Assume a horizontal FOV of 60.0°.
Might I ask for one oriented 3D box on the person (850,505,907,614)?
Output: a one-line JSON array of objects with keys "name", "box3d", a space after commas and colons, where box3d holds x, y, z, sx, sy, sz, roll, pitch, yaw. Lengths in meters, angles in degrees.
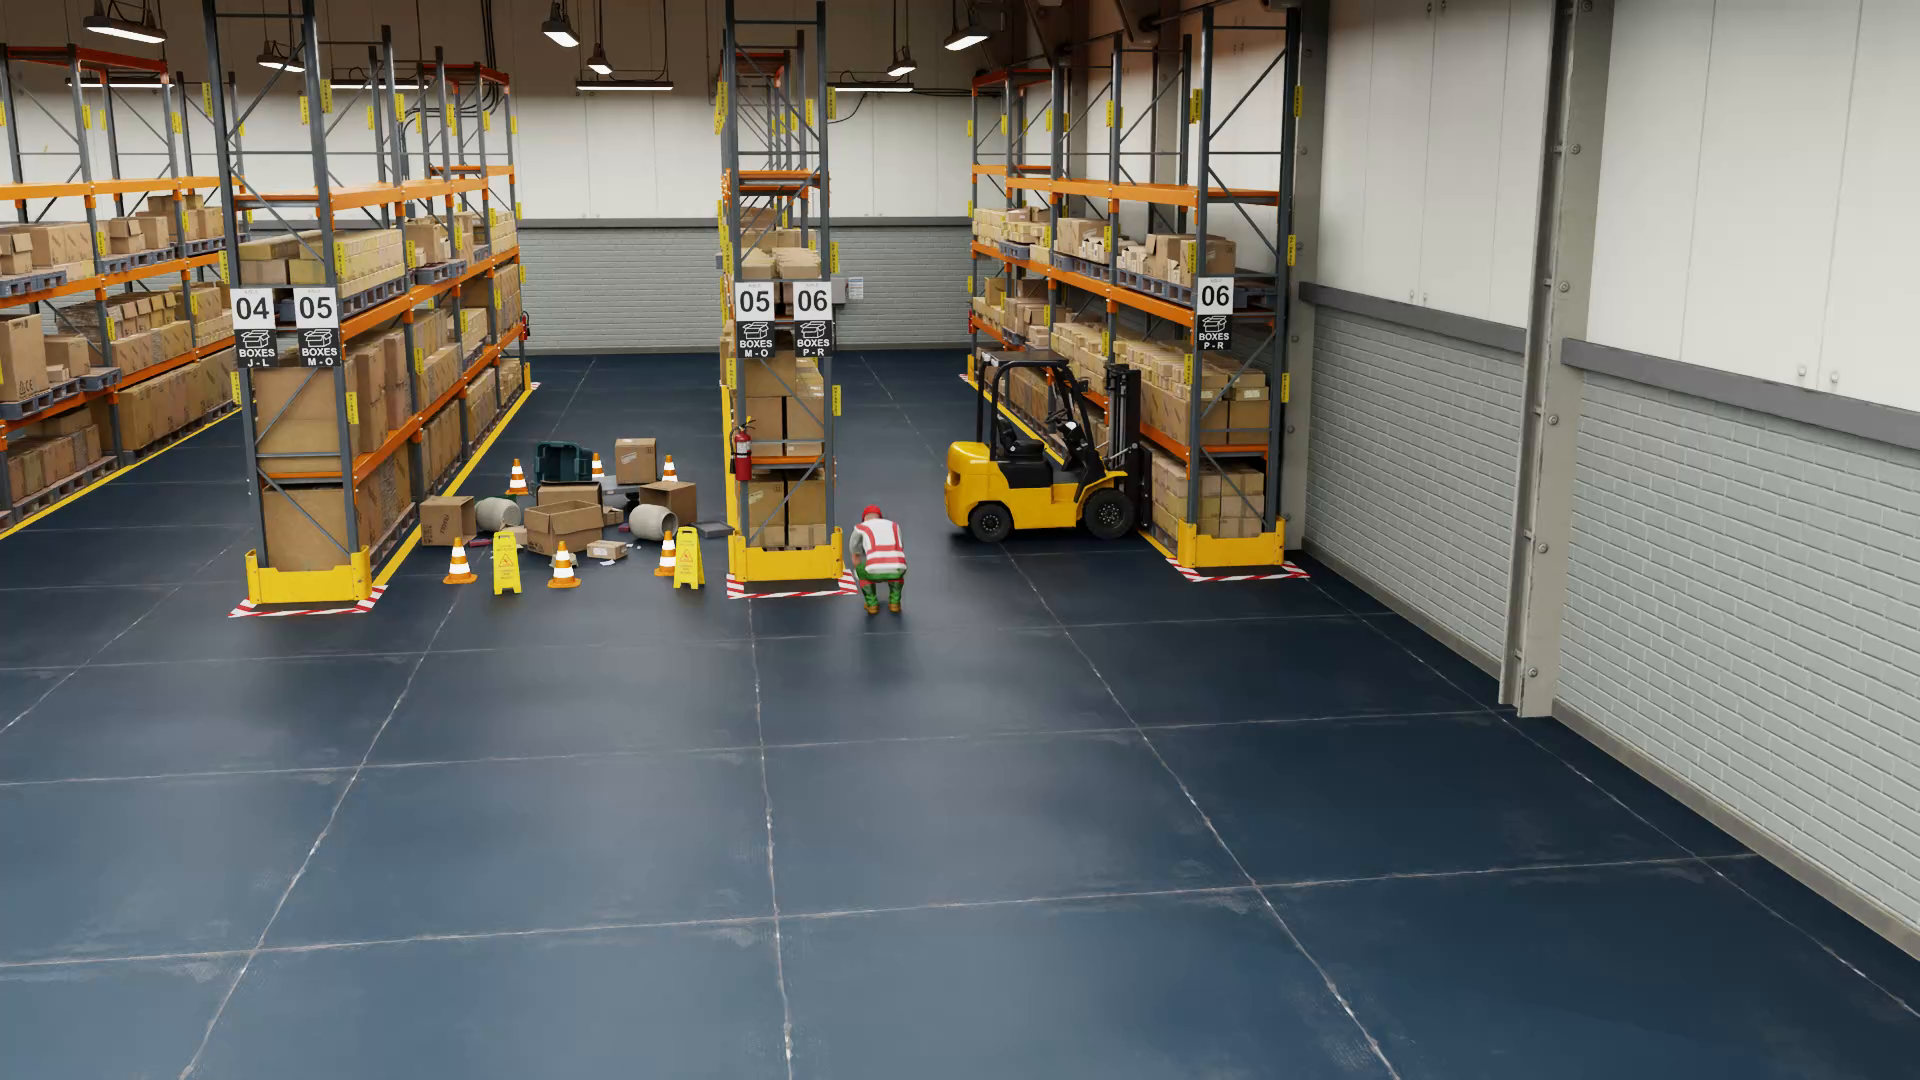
[{"name": "person", "box3d": [-0.821, 0.194, 16.843, 0.567, 1.006, 0.884, -2, 13, -8]}]
